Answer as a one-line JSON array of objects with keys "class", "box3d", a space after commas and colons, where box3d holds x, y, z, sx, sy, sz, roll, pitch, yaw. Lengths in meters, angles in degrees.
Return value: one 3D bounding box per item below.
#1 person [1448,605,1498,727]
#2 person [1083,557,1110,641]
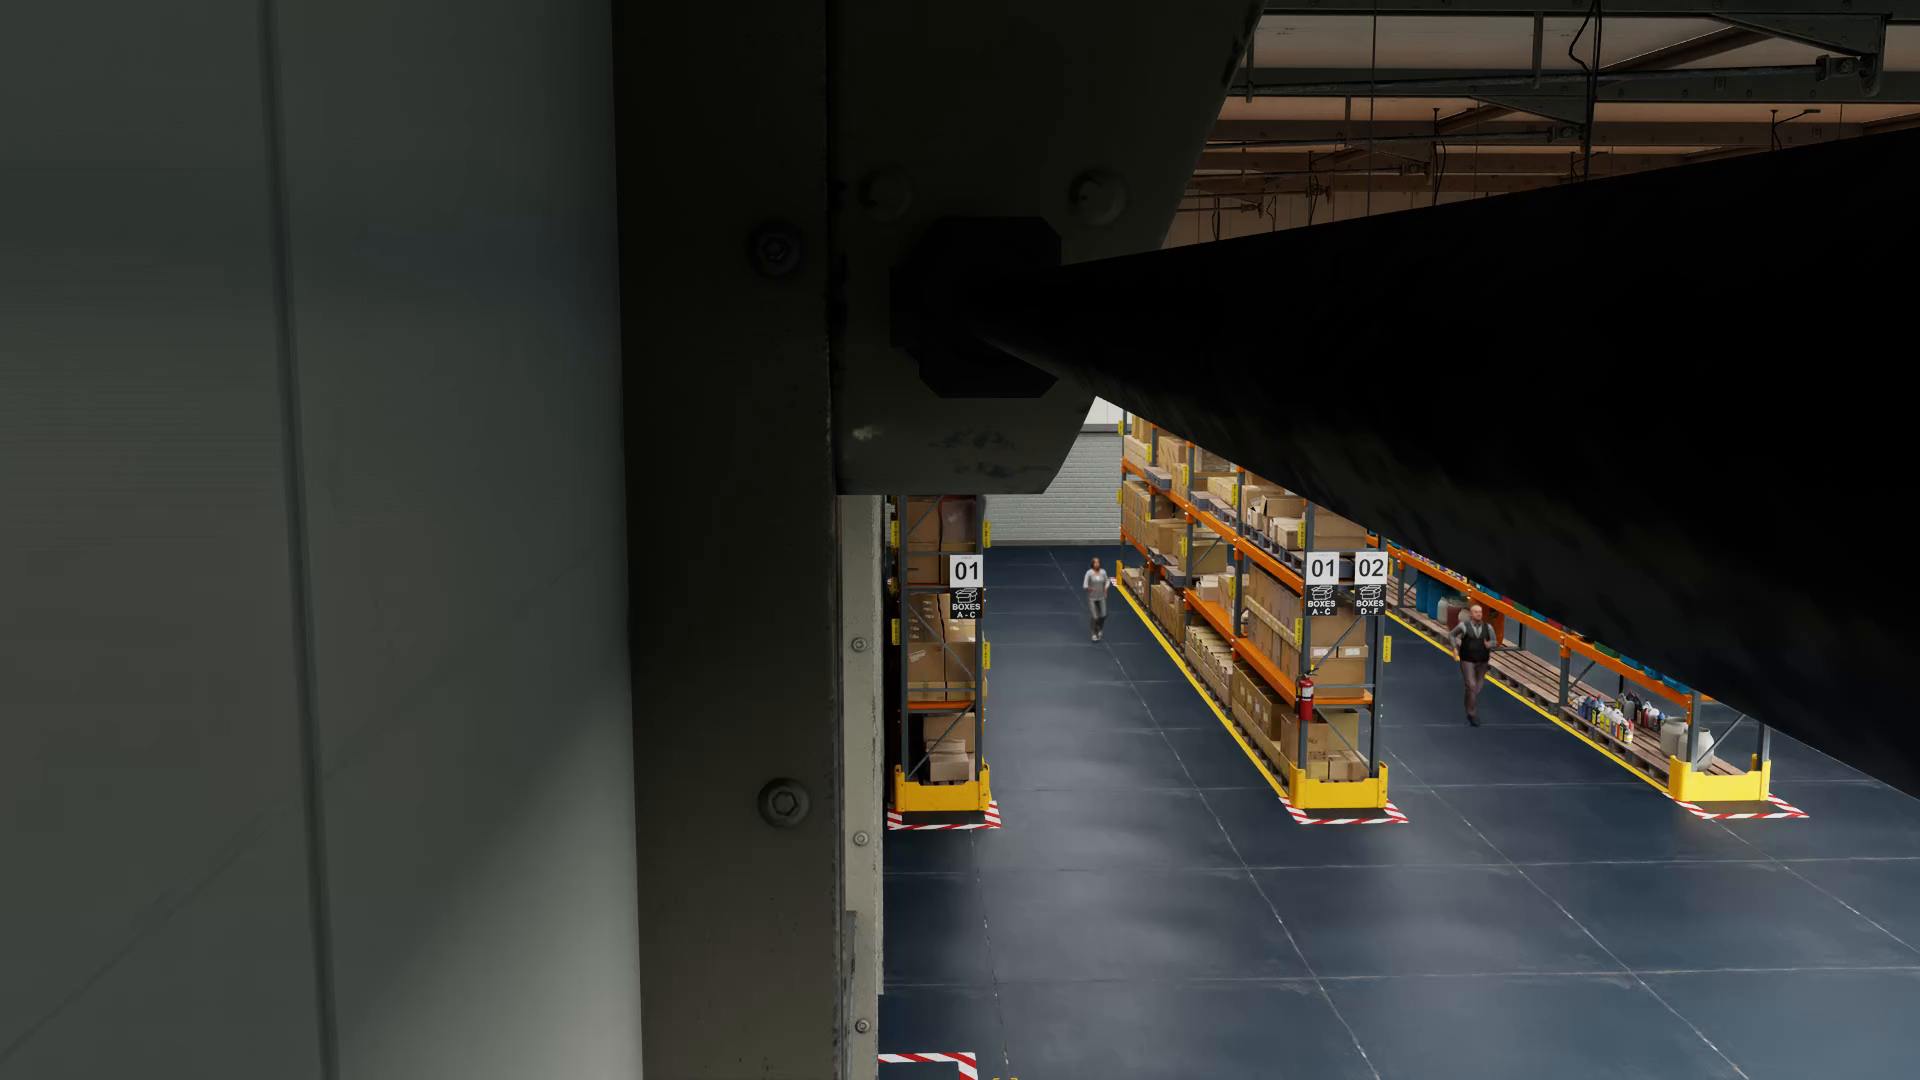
[{"class": "person", "box3d": [7.633, 1.824, 24.686, 0.645, 1.732, 0.906, -1, 8, -4]}, {"class": "person", "box3d": [2.505, 1.091, 30.281, 0.521, 1.561, 0.570, -1, 8, -6]}]
